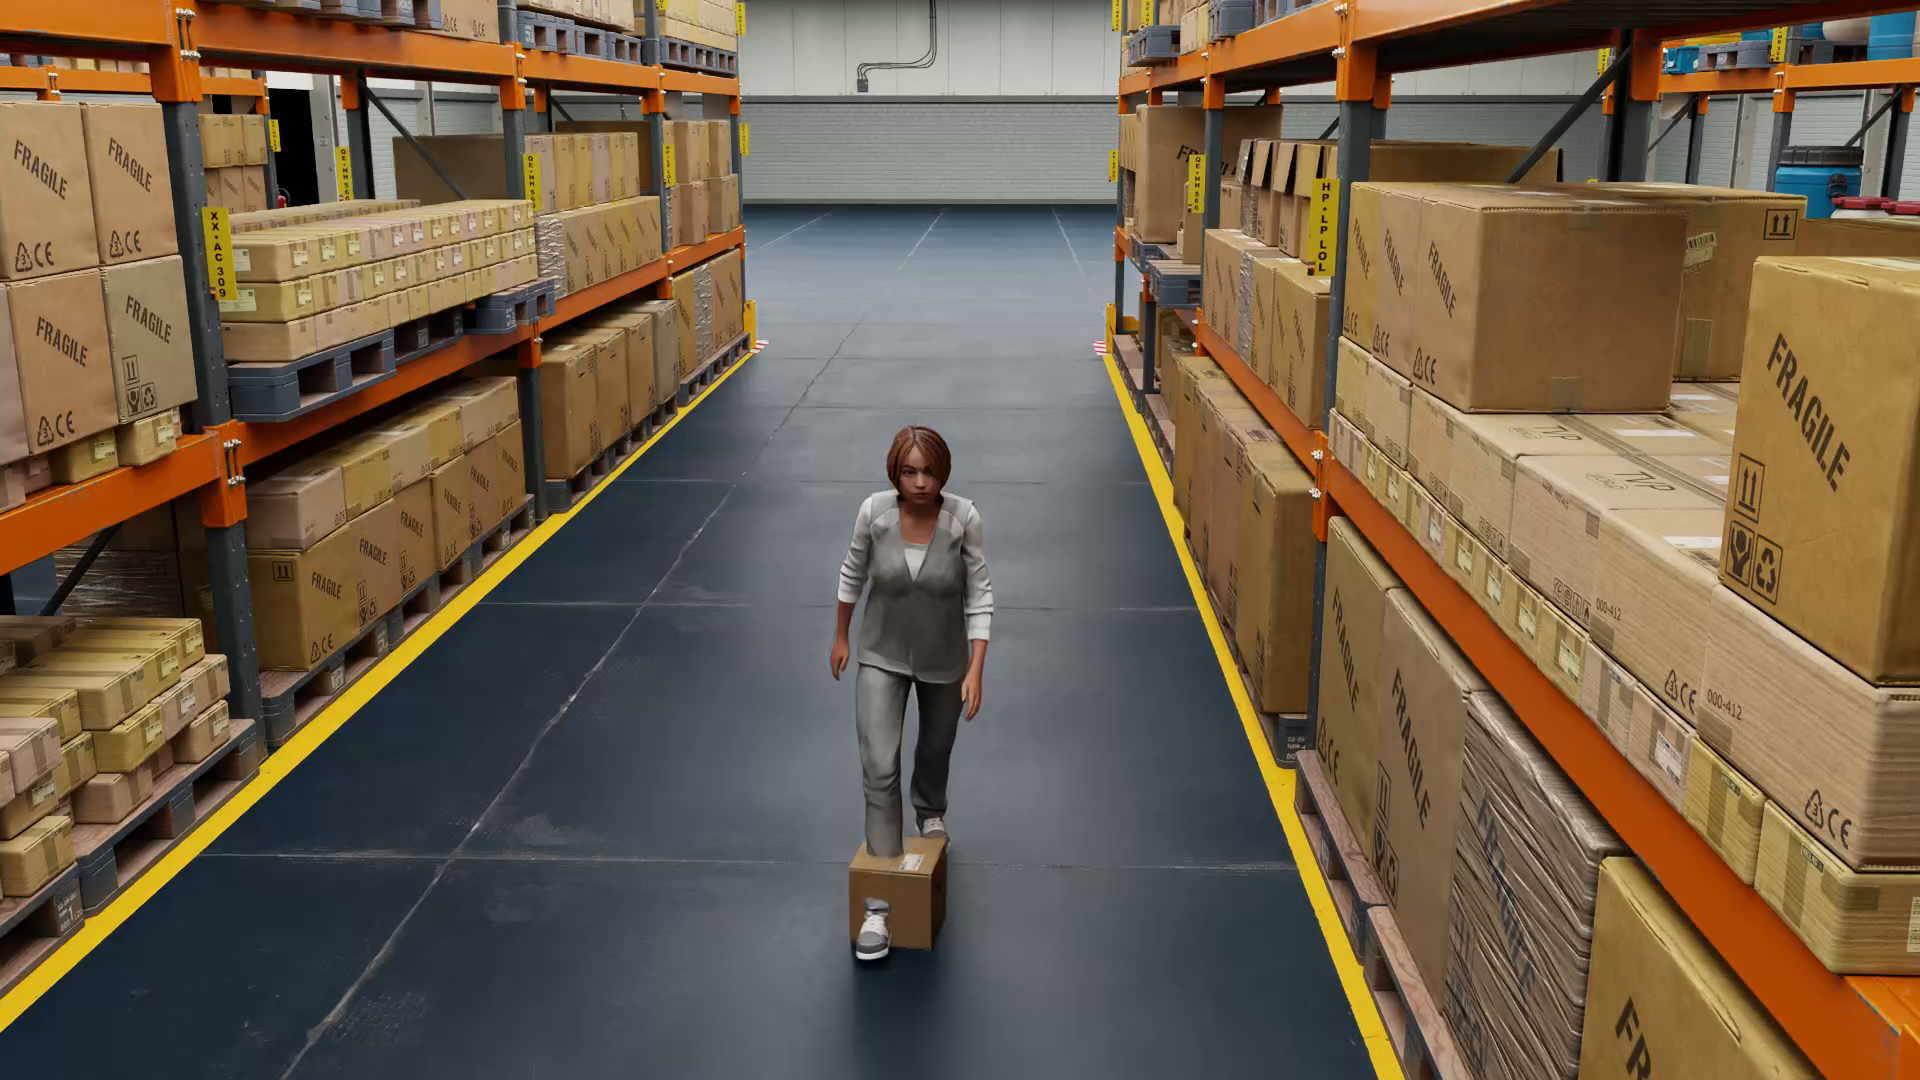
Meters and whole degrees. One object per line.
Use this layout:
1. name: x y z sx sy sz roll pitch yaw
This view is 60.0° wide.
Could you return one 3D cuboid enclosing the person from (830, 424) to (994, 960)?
1. person: -0.149 0.378 5.096 0.496 1.521 0.962 -1 14 -5
